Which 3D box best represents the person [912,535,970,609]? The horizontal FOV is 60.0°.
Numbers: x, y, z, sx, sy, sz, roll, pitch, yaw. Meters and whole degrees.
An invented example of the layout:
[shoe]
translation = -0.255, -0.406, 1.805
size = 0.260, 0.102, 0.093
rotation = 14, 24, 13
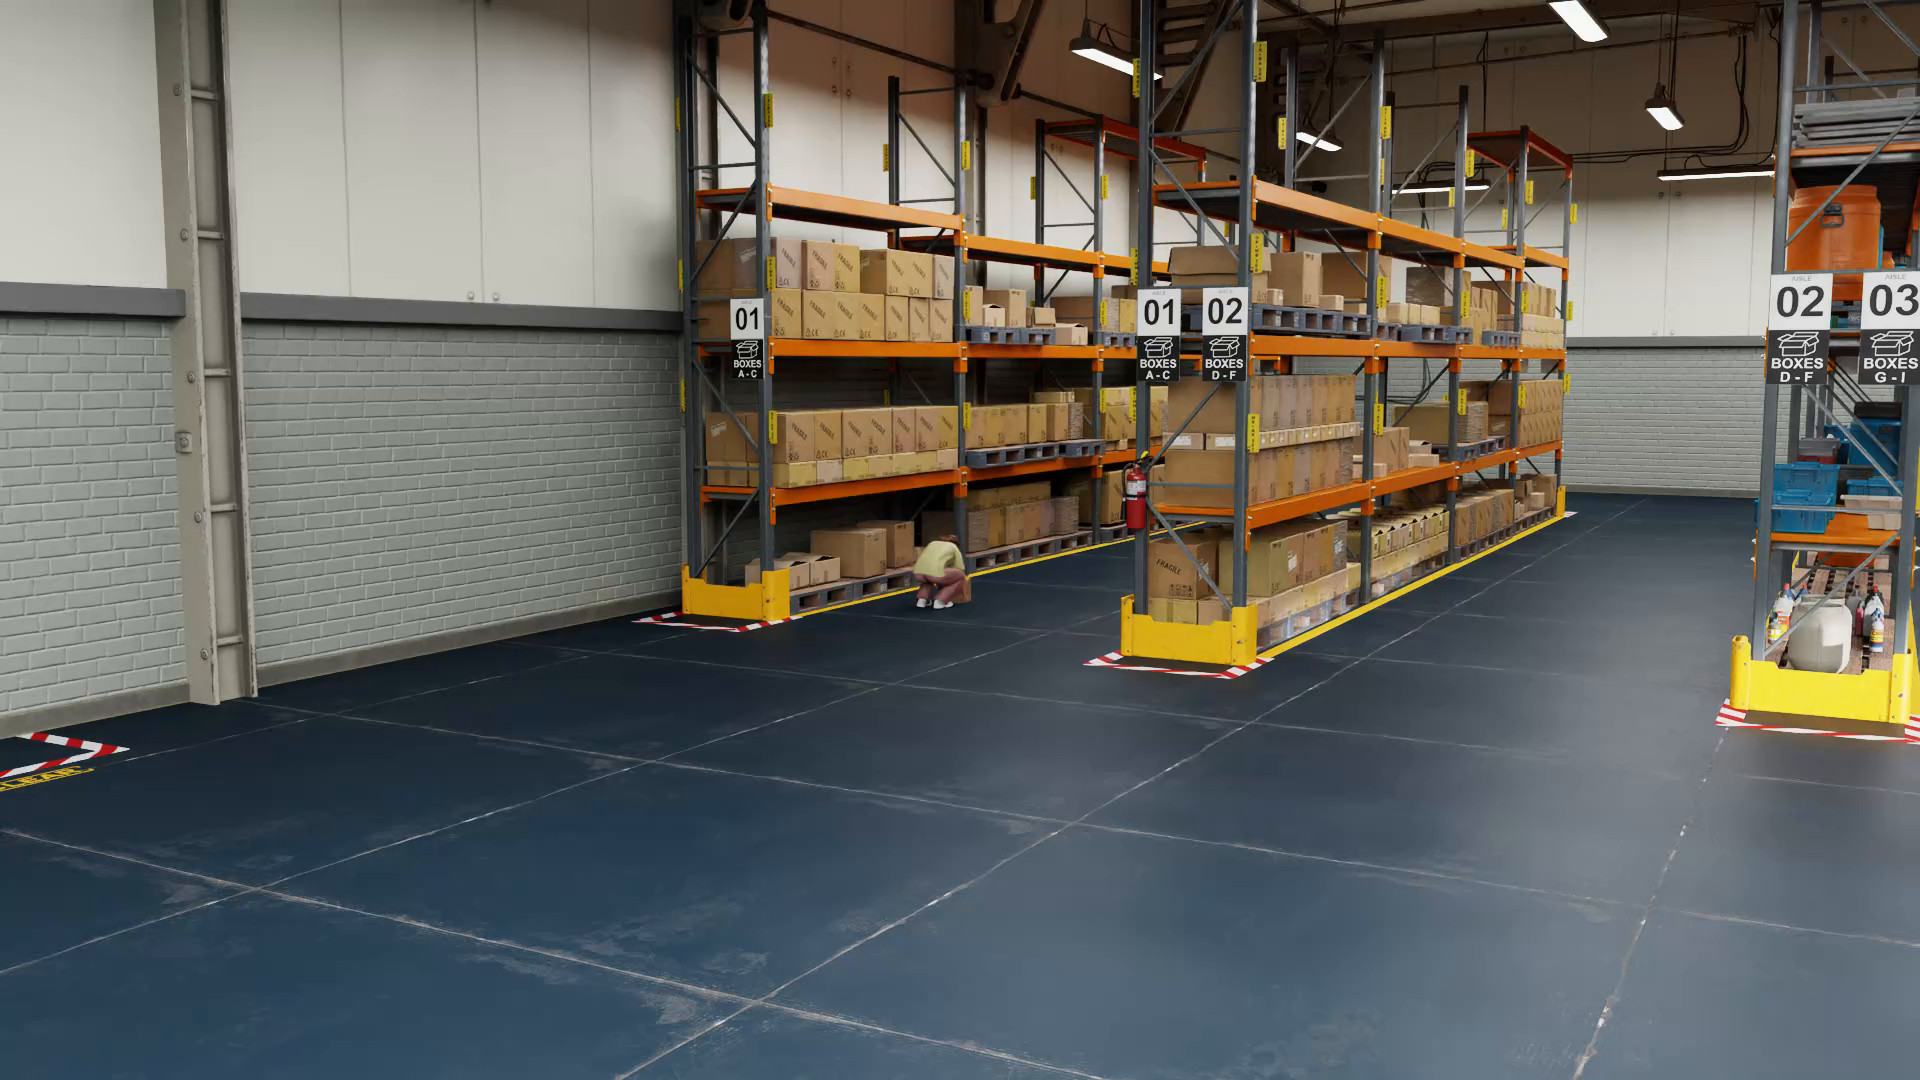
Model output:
[person]
translation = -0.205, 0.357, 17.711
size = 0.476, 0.806, 0.833
rotation = 3, 7, 28
